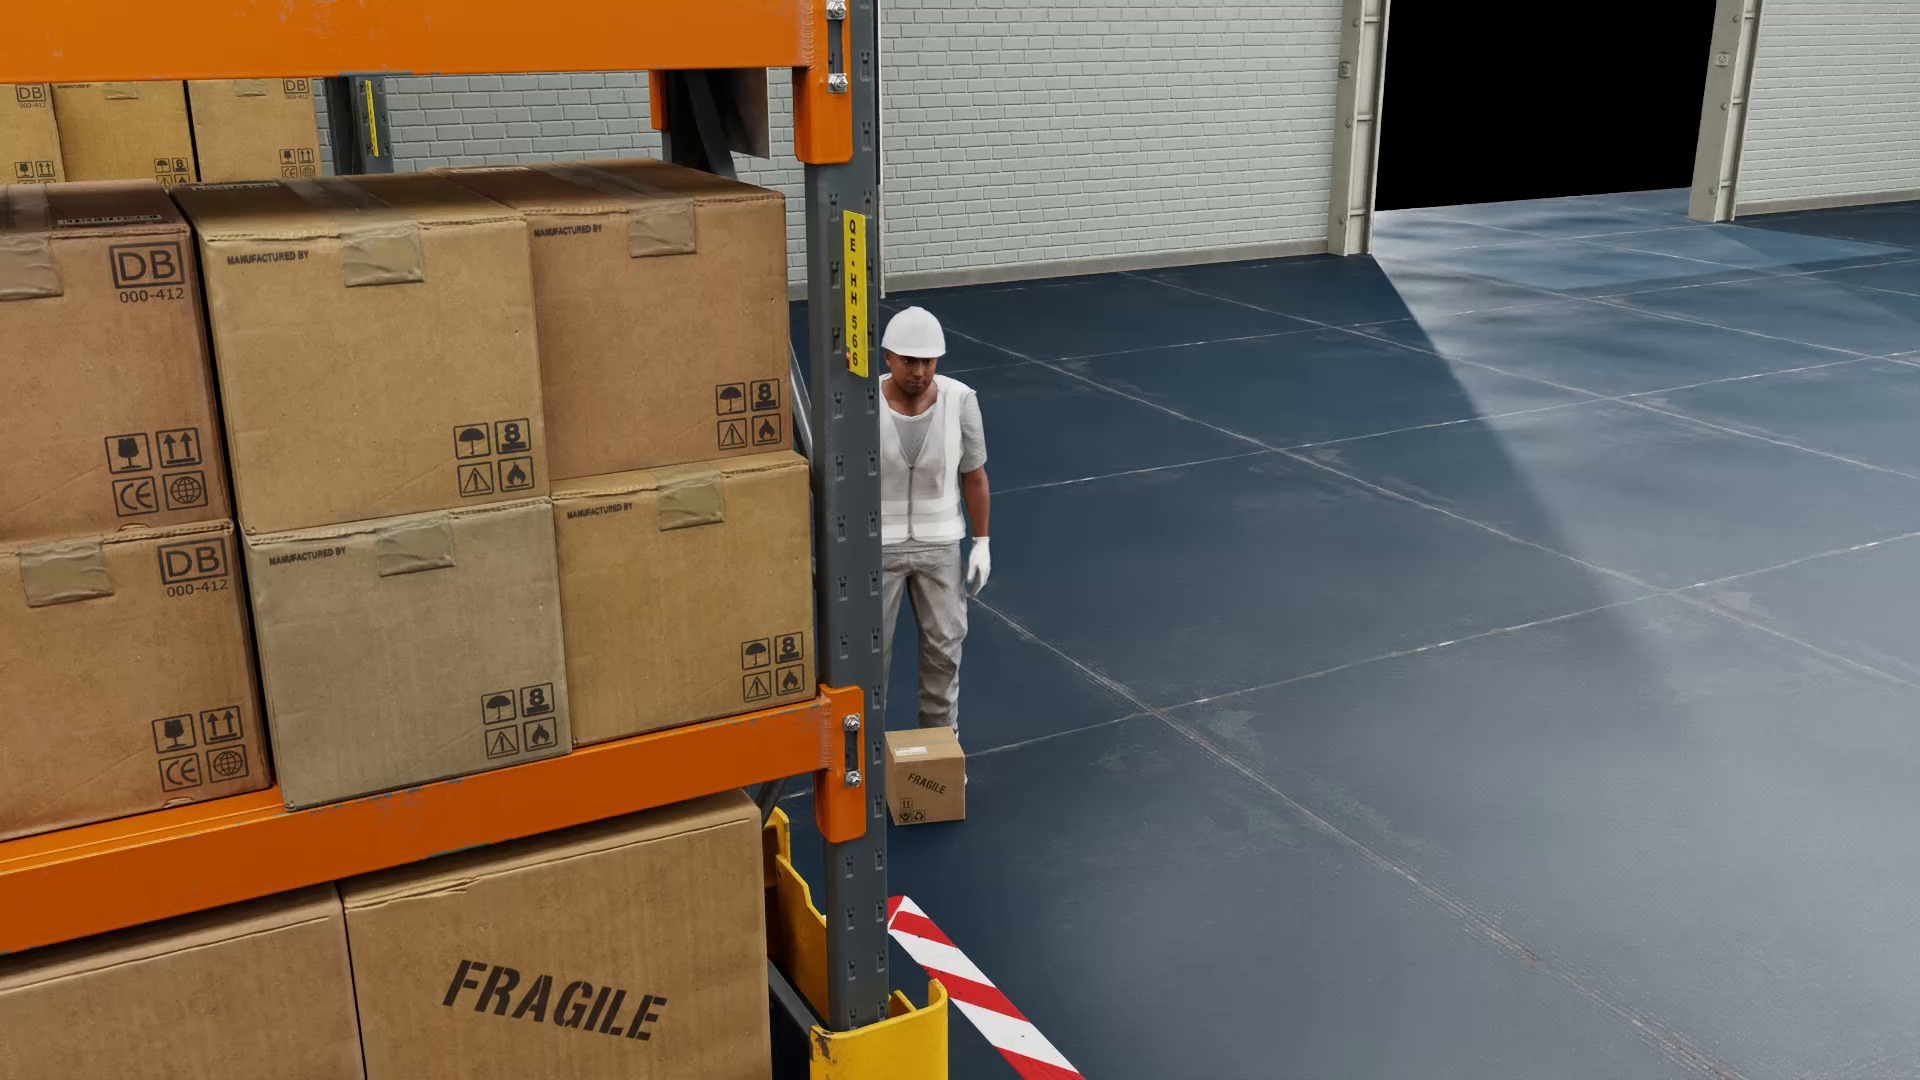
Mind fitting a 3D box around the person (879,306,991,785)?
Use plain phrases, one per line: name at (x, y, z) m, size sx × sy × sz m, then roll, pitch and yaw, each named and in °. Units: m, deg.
person at (-0.191, 0.045, 5.905) m, size 0.615 × 1.773 × 0.451 m, roll -3°, pitch 19°, yaw -10°
